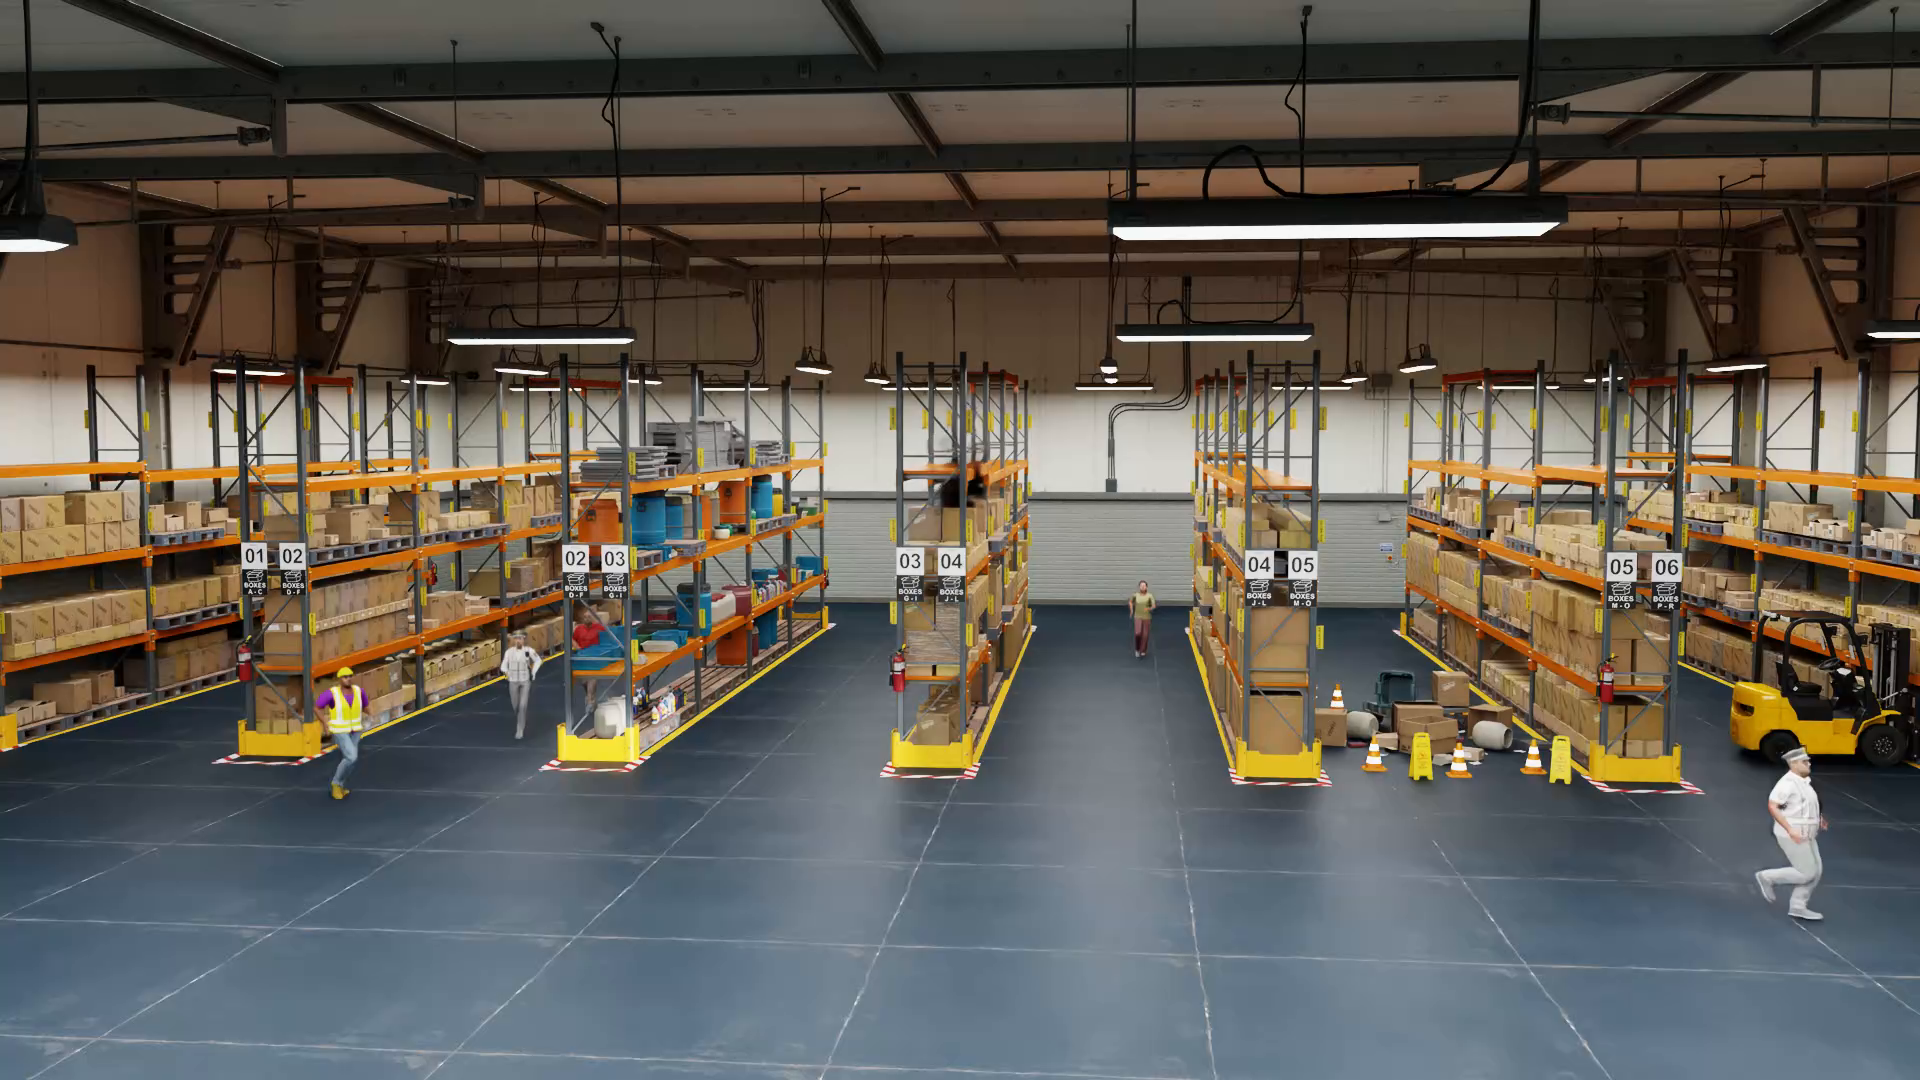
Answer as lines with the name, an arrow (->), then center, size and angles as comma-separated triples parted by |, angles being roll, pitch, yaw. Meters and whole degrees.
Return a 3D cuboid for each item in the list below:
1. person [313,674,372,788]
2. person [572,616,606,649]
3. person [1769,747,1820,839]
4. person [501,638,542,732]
person -> -8.125, 2.532, 22.094 | 0.674, 1.622, 0.668 | 3, 5, 37
person -> -6.444, 1.641, 28.919 | 0.655, 0.685, 0.393 | 0, 4, 3
person -> 8.448, 2.527, 16.757 | 0.394, 0.901, 0.652 | 4, 6, 43
person -> -7.011, 2.249, 26.570 | 0.616, 1.570, 0.705 | 0, 4, -6
